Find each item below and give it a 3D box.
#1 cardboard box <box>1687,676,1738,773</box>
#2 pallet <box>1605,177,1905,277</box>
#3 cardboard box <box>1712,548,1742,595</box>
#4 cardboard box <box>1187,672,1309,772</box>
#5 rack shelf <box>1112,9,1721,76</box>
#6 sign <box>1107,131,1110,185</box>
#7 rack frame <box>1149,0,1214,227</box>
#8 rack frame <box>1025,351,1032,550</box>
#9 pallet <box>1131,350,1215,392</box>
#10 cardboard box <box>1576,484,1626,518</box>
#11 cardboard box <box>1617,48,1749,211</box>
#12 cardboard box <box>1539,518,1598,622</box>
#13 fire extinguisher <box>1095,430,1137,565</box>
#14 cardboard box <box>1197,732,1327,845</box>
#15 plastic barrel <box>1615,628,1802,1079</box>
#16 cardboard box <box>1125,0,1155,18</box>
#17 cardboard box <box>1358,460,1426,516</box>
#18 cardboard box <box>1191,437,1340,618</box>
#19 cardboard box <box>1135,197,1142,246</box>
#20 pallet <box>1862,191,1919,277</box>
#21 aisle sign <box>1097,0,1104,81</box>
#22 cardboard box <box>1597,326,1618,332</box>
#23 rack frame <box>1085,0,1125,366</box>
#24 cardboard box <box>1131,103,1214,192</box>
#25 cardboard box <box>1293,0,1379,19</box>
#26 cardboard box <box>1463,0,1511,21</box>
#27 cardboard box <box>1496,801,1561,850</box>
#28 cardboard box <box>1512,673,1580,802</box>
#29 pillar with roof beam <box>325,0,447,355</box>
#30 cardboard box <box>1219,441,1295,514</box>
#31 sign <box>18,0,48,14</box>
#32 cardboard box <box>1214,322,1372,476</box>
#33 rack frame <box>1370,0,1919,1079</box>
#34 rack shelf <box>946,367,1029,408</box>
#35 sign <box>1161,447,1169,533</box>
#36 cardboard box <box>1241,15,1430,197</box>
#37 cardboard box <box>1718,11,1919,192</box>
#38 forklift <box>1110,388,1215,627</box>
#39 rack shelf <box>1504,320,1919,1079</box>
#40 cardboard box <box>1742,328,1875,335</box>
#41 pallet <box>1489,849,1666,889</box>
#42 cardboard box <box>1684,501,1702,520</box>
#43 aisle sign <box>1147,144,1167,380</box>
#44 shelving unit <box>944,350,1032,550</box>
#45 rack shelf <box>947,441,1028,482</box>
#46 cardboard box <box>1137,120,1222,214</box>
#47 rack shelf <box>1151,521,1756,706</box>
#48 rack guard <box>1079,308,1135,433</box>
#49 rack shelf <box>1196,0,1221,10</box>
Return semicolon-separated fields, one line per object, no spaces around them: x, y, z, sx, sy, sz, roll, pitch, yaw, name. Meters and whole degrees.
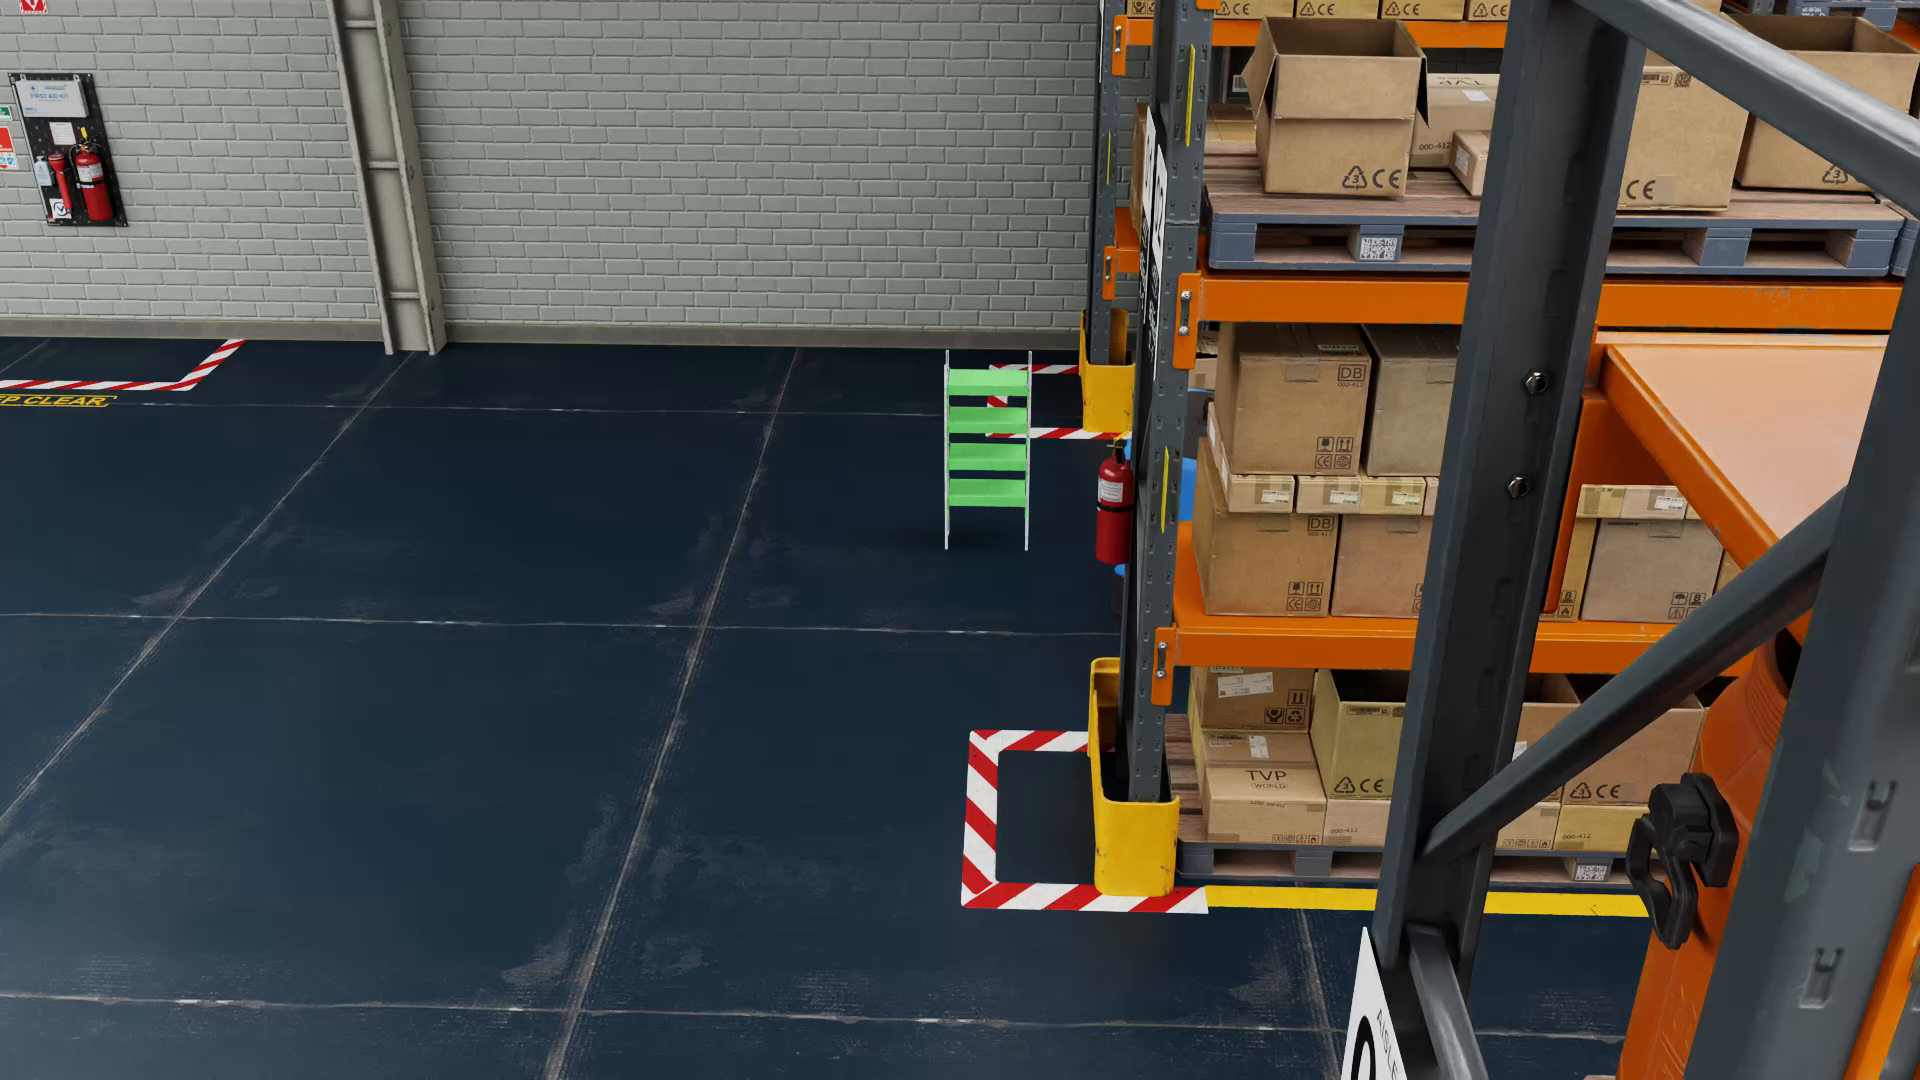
3.341;0.804;7.217;0.500;0.500;0.500;1;28;2;cardboard box
2.741;-1.278;6.350;1.213;0.211;1.003;1;28;2;pallet
3.339;-0.033;7.003;0.500;0.500;0.700;1;28;3;cardboard box
1.360;0.865;7.902;0.500;0.250;0.500;1;28;2;cardboard box
2.983;-3.328;10.890;4.000;0.370;1.077;1;28;2;rack shelf
0.965;-2.482;10.805;0.005;0.325;0.100;1;28;2;sign
0.813;-2.685;5.707;0.127;3.000;1.000;1;28;2;rack frame
0.409;-0.523;9.956;0.015;1.200;0.240;1;28;2;rack frame
1.871;-1.090;12.081;1.213;0.211;1.003;1;28;2;pallet
2.485;-0.238;6.696;0.250;0.149;0.380;1;28;1;cardboard box
2.463;-1.496;5.962;0.500;0.500;0.500;1;28;2;cardboard box
2.300;-0.048;7.031;0.500;0.500;0.700;1;28;2;cardboard box
0.712;-0.220;7.545;0.183;0.674;0.296;1;28;2;fire extinguisher
1.341;1.108;7.445;0.500;0.250;0.500;1;28;2;cardboard box
1.125;0.532;1.934;0.708;0.830;0.600;1;28;2;plastic barrel
1.310;-3.609;10.525;0.500;0.500;0.500;2;28;3;cardboard box
1.711;-0.250;6.720;0.250;0.149;0.380;1;28;2;cardboard box
1.279;-0.065;7.063;0.500;0.500;0.700;1;28;2;cardboard box
1.461;-2.139;11.222;0.500;0.250;0.500;0;28;0;cardboard box
3.957;-1.257;6.310;1.213;0.211;1.003;1;28;2;pallet
0.902;-3.363;10.615;0.004;0.787;0.394;1;28;2;aisle sign
2.362;-0.623;6.731;0.500;0.500;0.700;1;28;2;cardboard box
0.984;-2.353;11.487;0.127;3.000;1.000;1;28;2;rack frame
1.463;-2.719;11.515;0.500;0.500;0.500;1;28;1;cardboard box
2.364;-3.577;10.464;0.500;0.500;0.500;2;28;4;cardboard box
3.408;-3.564;10.440;0.500;0.500;0.500;0;28;0;cardboard box
2.341;1.123;7.417;0.500;0.250;0.500;1;28;2;cardboard box
2.341;0.786;7.251;0.500;0.500;0.500;1;28;2;cardboard box
-4.434;-3.481;7.209;0.400;9.000;9.100;1;28;2;pillar with roof beam
1.198;-0.258;6.735;0.250;0.149;0.380;1;28;1;cardboard box
-6.755;-3.975;12.072;0.199;0.298;0.001;1;28;2;sign
1.332;-0.637;6.758;0.500;0.500;0.700;1;28;2;cardboard box
0.635;-0.367;1.334;0.127;3.000;1.000;1;28;2;rack frame
0.165;-0.895;9.769;0.480;0.148;0.258;1;28;2;rack shelf
0.788;-0.192;6.401;0.005;0.325;0.100;1;28;2;sign
1.387;-1.641;6.233;0.637;0.503;0.797;3;28;5;cardboard box
3.169;-1.673;6.293;0.637;0.503;0.797;4;28;7;cardboard box
2.406;-0.759;8.553;3.031;2.935;1.130;12;30;21;forklift
2.634;0.161;1.534;4.000;0.370;1.077;1;28;2;rack shelf
3.362;-0.607;6.700;0.500;0.500;0.700;1;28;2;cardboard box
2.795;1.212;7.738;1.213;0.211;1.003;1;28;2;pallet
2.997;-0.228;6.678;0.250;0.149;0.380;2;28;3;cardboard box
0.737;-1.041;6.235;0.004;0.787;0.394;1;28;2;aisle sign
0.165;-0.527;9.964;0.503;1.200;0.258;1;28;2;shelving unit
0.165;-0.471;9.994;0.480;0.148;0.258;1;28;2;rack shelf
1.451;-2.479;11.061;0.500;0.500;0.500;1;28;2;cardboard box
2.812;0.316;7.219;4.000;0.370;1.077;1;28;2;rack shelf
1.060;-1.248;12.070;0.348;0.500;1.175;1;28;2;rack guard
2.812;-2.158;5.907;4.000;0.370;1.077;1;28;2;rack shelf
